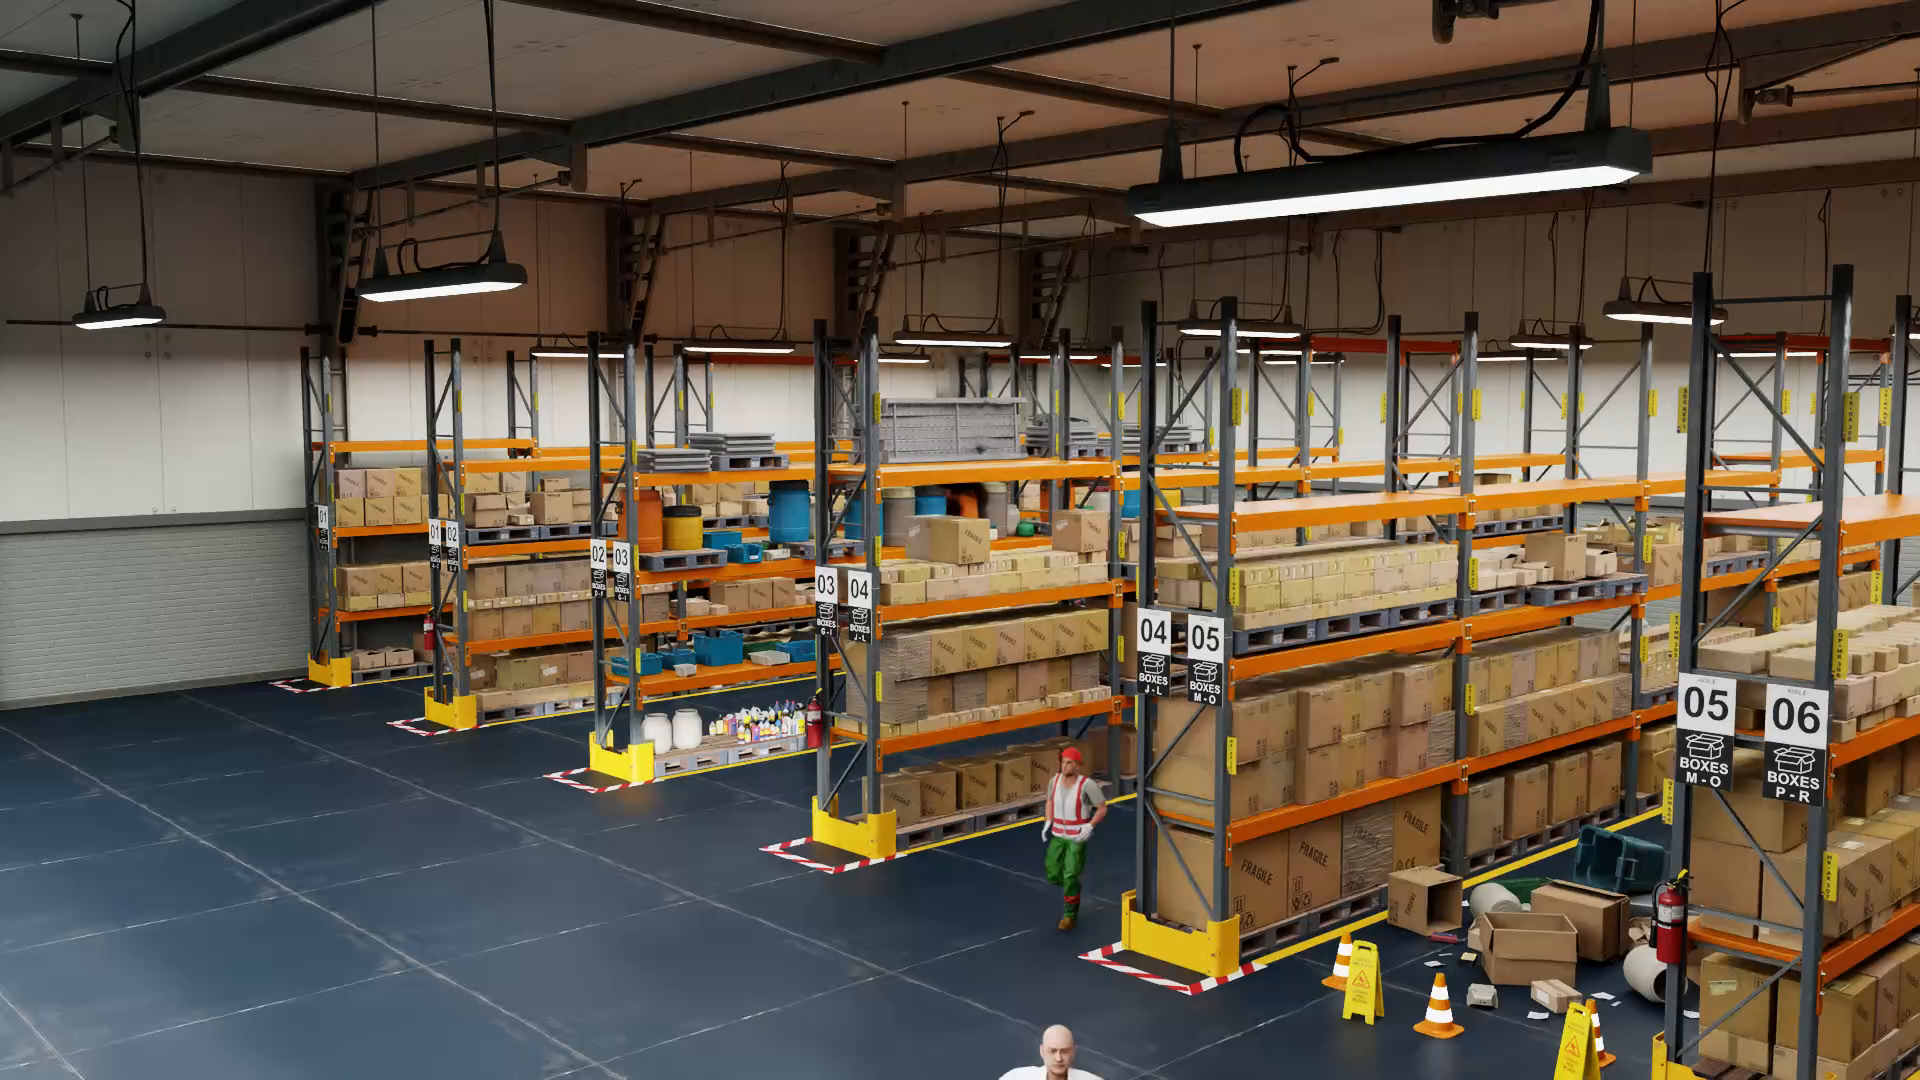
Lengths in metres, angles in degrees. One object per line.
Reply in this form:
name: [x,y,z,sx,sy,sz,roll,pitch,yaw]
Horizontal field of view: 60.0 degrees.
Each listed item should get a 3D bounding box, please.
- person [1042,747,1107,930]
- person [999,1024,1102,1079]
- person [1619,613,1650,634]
person: [1.113,2.875,16.165,0.678,1.756,0.593,3,6,32]
person: [0.503,3.505,8.910,0.671,1.830,0.806,0,5,-4]
person: [11.552,1.907,28.408,0.558,1.548,0.579,1,5,16]
